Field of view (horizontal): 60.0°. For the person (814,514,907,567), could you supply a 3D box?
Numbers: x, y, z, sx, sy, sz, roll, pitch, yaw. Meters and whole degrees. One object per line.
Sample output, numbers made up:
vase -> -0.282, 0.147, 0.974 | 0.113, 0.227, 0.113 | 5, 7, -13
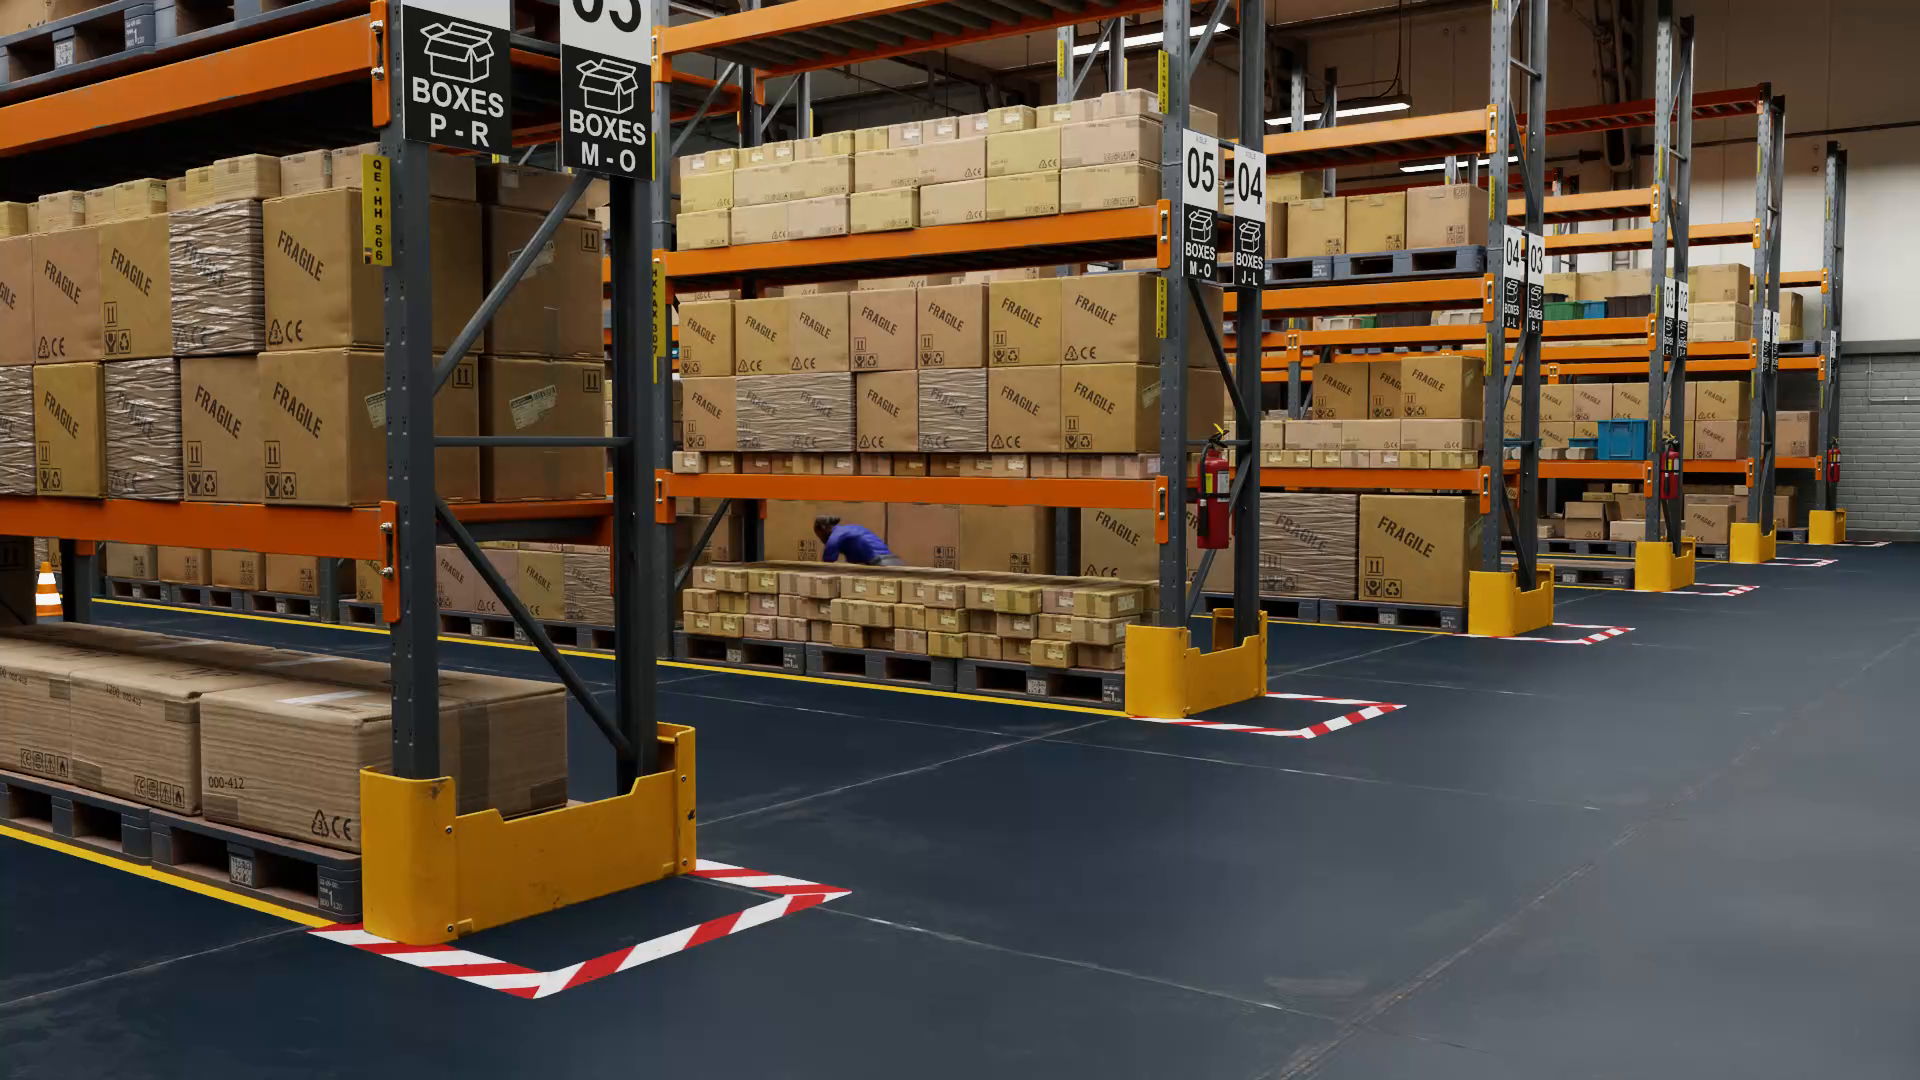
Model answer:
person -> -0.803, 0.279, 13.034 | 0.789, 0.954, 0.487 | 2, 4, 34
